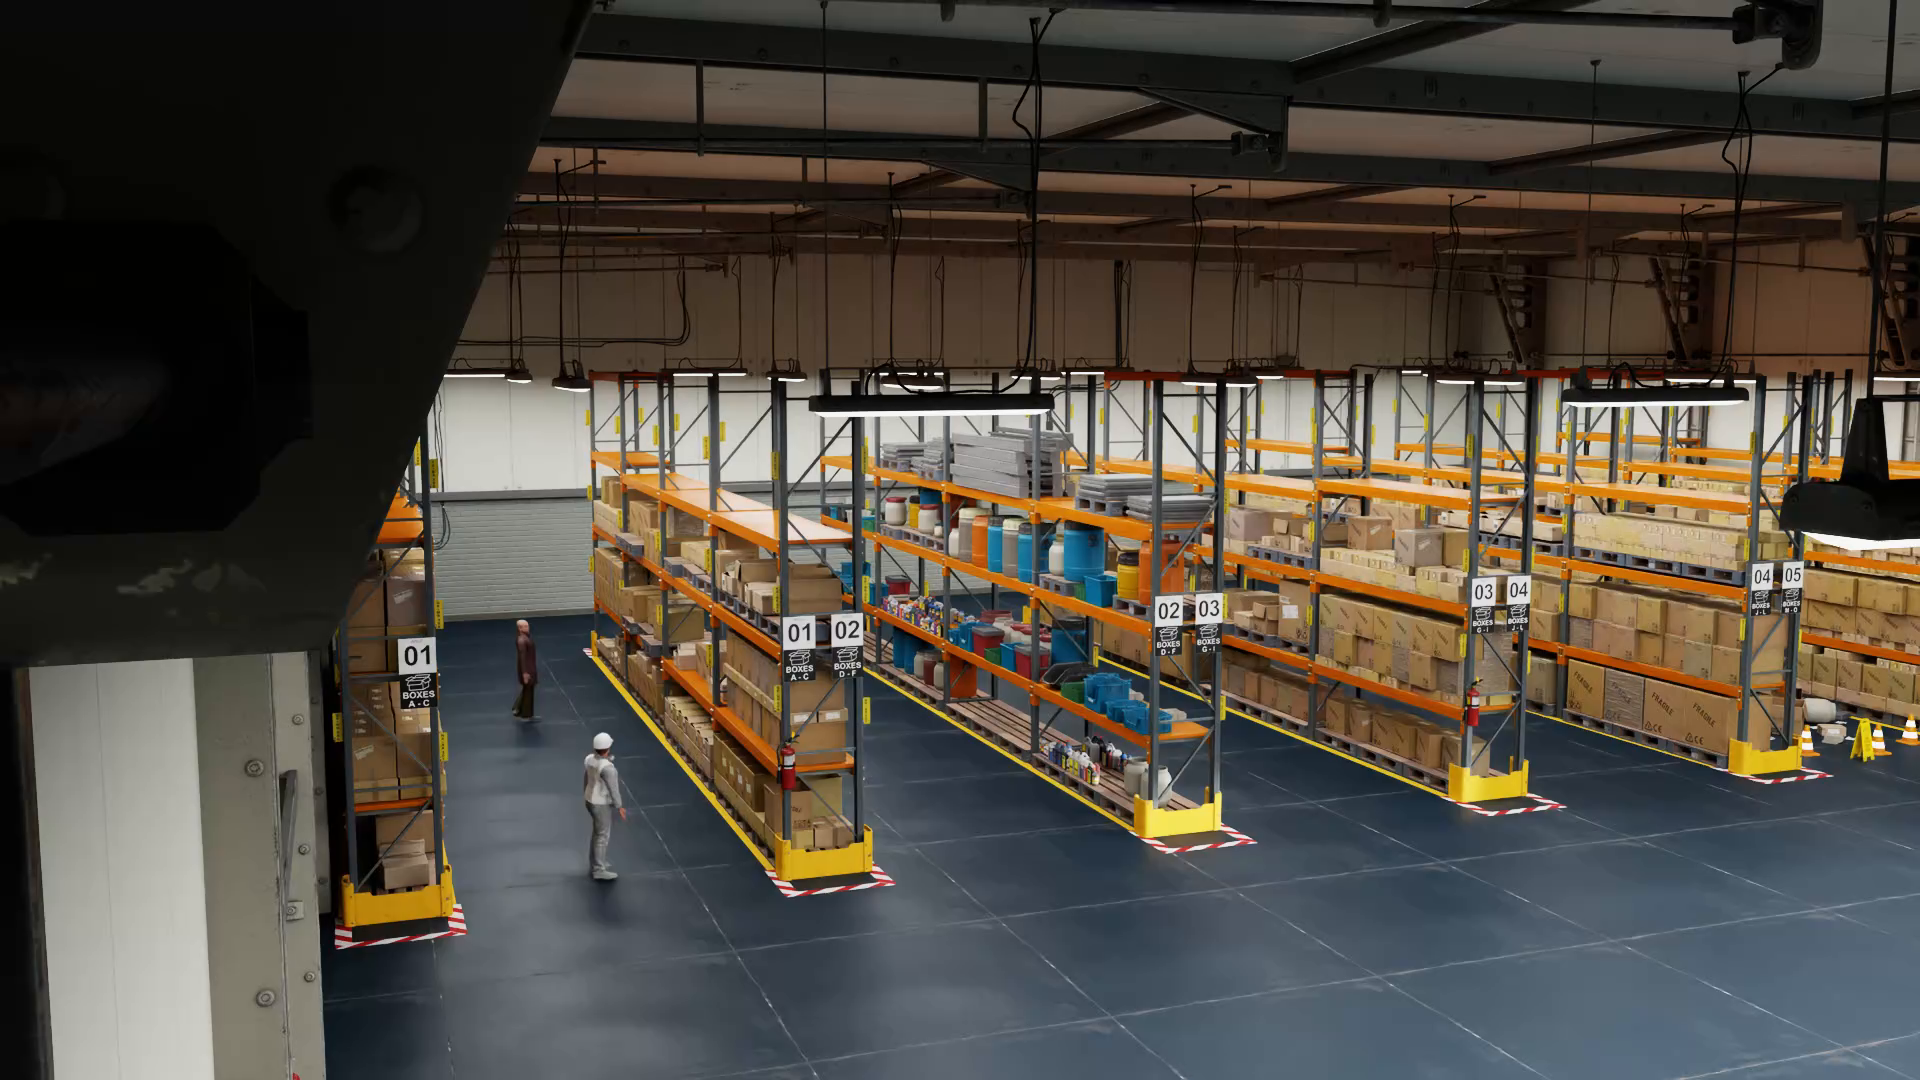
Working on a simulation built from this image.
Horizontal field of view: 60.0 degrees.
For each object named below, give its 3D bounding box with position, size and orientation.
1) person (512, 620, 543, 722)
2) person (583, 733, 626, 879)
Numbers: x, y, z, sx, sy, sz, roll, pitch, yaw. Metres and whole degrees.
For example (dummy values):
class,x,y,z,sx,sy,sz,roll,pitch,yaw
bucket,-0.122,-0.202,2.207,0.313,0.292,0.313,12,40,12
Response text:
class,x,y,z,sx,sy,sz,roll,pitch,yaw
person,-7.463,2.247,28.617,0.519,1.783,0.608,-4,7,-31
person,-4.354,3.221,20.225,0.450,1.821,0.648,-4,8,-33
